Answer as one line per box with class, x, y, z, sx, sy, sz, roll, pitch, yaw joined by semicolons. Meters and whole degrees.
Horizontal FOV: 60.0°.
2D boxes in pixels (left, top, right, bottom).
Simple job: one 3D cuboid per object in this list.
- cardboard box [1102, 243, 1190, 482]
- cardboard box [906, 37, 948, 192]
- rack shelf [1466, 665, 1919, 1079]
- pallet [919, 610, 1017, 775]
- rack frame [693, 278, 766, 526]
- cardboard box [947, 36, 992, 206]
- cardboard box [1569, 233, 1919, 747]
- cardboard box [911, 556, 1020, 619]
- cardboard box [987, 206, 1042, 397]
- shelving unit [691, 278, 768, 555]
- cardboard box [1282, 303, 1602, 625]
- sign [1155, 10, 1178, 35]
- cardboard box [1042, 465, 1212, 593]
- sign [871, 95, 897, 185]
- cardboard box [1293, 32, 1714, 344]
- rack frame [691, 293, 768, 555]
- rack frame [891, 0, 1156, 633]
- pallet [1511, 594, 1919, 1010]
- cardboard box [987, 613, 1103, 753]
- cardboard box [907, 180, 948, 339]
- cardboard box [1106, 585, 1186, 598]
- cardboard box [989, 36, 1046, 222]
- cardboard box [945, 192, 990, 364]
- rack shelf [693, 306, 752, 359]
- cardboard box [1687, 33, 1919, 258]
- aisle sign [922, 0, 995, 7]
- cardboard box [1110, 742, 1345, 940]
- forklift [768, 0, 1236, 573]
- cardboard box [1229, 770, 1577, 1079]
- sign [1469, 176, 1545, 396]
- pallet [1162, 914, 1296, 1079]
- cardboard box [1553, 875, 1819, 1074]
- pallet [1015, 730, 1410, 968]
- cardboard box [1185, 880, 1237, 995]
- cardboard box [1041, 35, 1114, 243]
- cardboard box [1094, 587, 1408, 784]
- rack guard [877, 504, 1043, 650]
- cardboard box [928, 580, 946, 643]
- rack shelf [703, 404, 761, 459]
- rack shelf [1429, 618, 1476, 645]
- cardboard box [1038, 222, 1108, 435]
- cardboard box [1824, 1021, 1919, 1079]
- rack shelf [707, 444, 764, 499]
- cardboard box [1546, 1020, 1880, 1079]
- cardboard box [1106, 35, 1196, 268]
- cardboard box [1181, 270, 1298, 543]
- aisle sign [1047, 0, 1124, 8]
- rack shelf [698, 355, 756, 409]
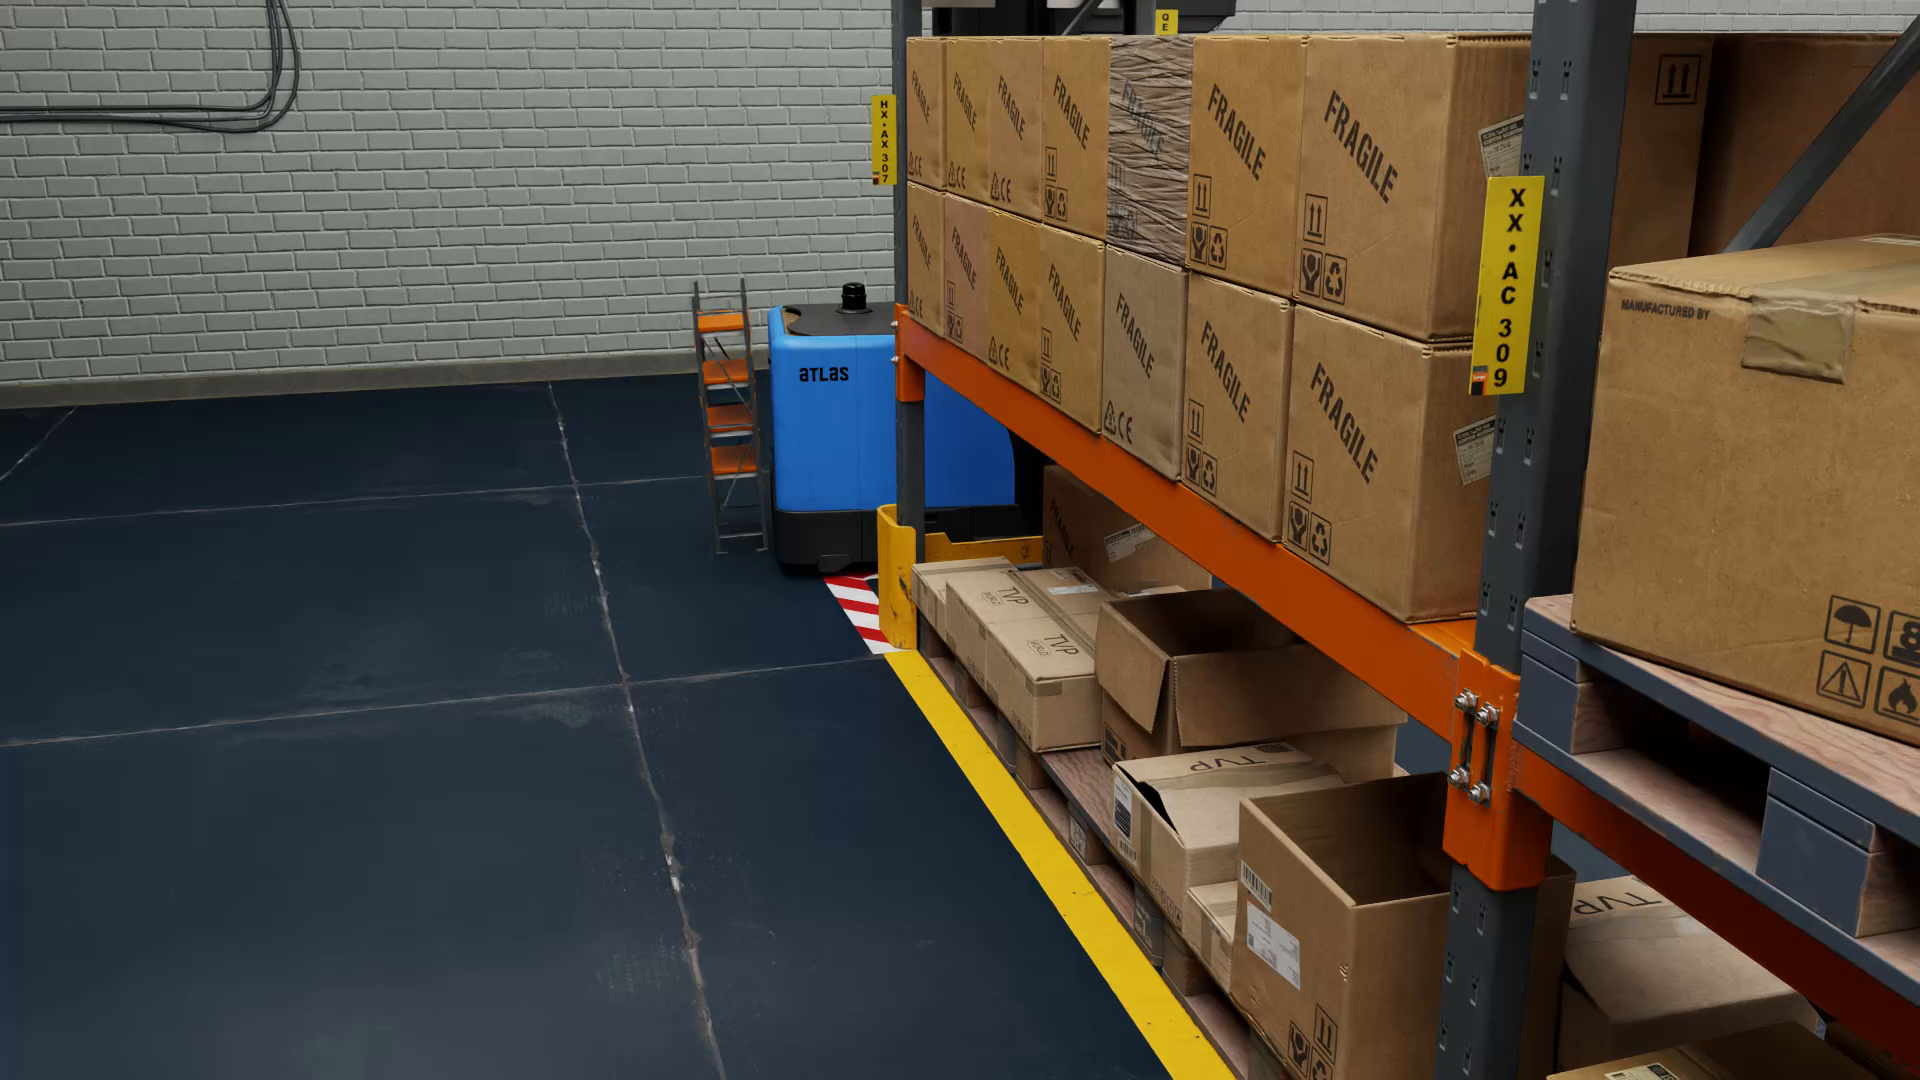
cardboard box;0.672;-0.460;4.095;0.500;0.500;0.500;-4;17;-14
cardboard box;0.111;-1.499;5.817;0.500;0.500;0.500;-4;17;-14
rack shelf;1.892;0.888;1.031;1.077;0.370;4.000;-5;17;-15
pallet;0.484;0.461;6.050;1.003;0.211;1.213;-5;17;-15
rack frame;-1.107;-0.655;8.025;0.240;1.200;0.015;-5;17;-6
cardboard box;0.262;-1.355;5.337;0.500;0.500;0.500;-5;17;-15
cardboard box;1.257;-0.110;2.200;0.700;0.500;0.500;-12;20;-34
cardboard box;0.028;0.182;6.324;0.380;0.149;0.250;-5;17;-15
cardboard box;0.393;-0.739;5.024;0.500;0.500;0.500;-5;17;-15
shelving unit;-1.075;-0.586;7.793;0.258;1.200;0.503;-5;17;-6
cardboard box;0.958;-0.175;3.148;0.500;0.500;0.500;-4;17;-14
sign;0.782;-1.860;6.368;0.100;0.325;0.005;-5;17;-15
cardboard box;0.629;0.001;6.313;0.500;0.500;0.500;-5;17;-15
sign;-0.279;-1.488;6.185;0.100;0.325;0.005;-5;17;-15
cardboard box;0.954;-0.656;3.009;0.500;0.500;0.500;-5;17;-15
rack frame;-1.043;-0.516;7.562;0.240;1.200;0.015;-5;17;-6
rack frame;0.243;-1.116;6.453;1.000;3.000;0.127;-5;17;-15
pallet;1.457;0.312;2.033;1.003;0.211;1.213;-5;17;-15
cardboard box;0.395;0.440;5.289;0.500;0.250;0.500;-5;17;-15
cardboard box;0.111;-1.020;5.960;0.500;0.500;0.500;-4;17;-14
cardboard box;0.654;0.280;5.965;0.380;0.166;0.250;-5;17;-15
cardboard box;0.395;-1.216;4.875;0.500;0.500;0.500;-4;17;-14
cardboard box;0.258;-0.878;5.487;0.500;0.500;0.500;-5;17;-16
rack shelf;-1.095;-0.961;7.678;0.258;0.148;0.480;-5;17;-6
cardboard box;1.483;-0.689;3.119;0.500;0.500;0.500;-4;17;-14
aisle sign;-0.058;-2.357;6.064;0.394;0.787;0.004;-5;17;-15
cardboard box;0.707;0.725;4.234;0.500;0.311;0.500;-5;17;-15
forklift;0.625;-1.427;7.609;3.031;2.935;1.130;-2;17;-7
cardboard box;0.913;0.842;3.516;0.500;0.500;0.500;-5;17;-15
sign;0.823;-0.379;2.495;0.100;0.325;0.005;-5;17;-15
pallet;1.154;1.136;3.803;1.003;0.211;1.213;-5;17;-15
cardboard box;1.435;0.934;3.536;0.500;0.311;0.500;-5;17;-15
pallet;0.816;0.798;4.929;1.003;0.211;1.213;-5;17;-15
cardboard box;0.752;0.911;3.896;0.380;0.149;0.250;-5;17;-15
cardboard box;0.536;-1.076;4.408;0.500;0.500;0.500;-5;17;-16
cardboard box;0.821;0.456;4.794;0.797;0.503;0.637;-5;17;-15
rack guard;0.264;0.102;6.743;1.175;0.500;0.348;-5;17;-15
cardboard box;0.096;0.243;6.091;0.380;0.166;0.250;-5;17;-15
rack shelf;-1.071;-0.522;7.813;0.258;0.148;0.480;-5;17;-6
rack shelf;0.793;-0.312;4.687;0.919;0.124;3.809;-5;17;-15
cardboard box;0.529;-0.600;4.563;0.500;0.500;0.500;-4;17;-15
cardboard box;1.753;1.091;2.687;0.500;0.500;0.500;-5;17;-16
rack shelf;-1.061;-0.332;7.871;0.258;0.148;0.480;-5;17;-6
cardboard box;1.241;1.130;2.556;0.500;0.500;0.500;-6;18;-18
cardboard box;0.673;-0.937;3.944;0.500;0.500;0.500;-5;17;-15
cardboard box;0.815;-0.318;3.622;0.500;0.500;0.500;-4;17;-14
aisle sign;0.519;-2.404;6.222;0.394;0.787;0.004;-5;17;-15
rack shelf;-1.083;-0.735;7.747;0.258;0.148;0.480;-5;17;-6
